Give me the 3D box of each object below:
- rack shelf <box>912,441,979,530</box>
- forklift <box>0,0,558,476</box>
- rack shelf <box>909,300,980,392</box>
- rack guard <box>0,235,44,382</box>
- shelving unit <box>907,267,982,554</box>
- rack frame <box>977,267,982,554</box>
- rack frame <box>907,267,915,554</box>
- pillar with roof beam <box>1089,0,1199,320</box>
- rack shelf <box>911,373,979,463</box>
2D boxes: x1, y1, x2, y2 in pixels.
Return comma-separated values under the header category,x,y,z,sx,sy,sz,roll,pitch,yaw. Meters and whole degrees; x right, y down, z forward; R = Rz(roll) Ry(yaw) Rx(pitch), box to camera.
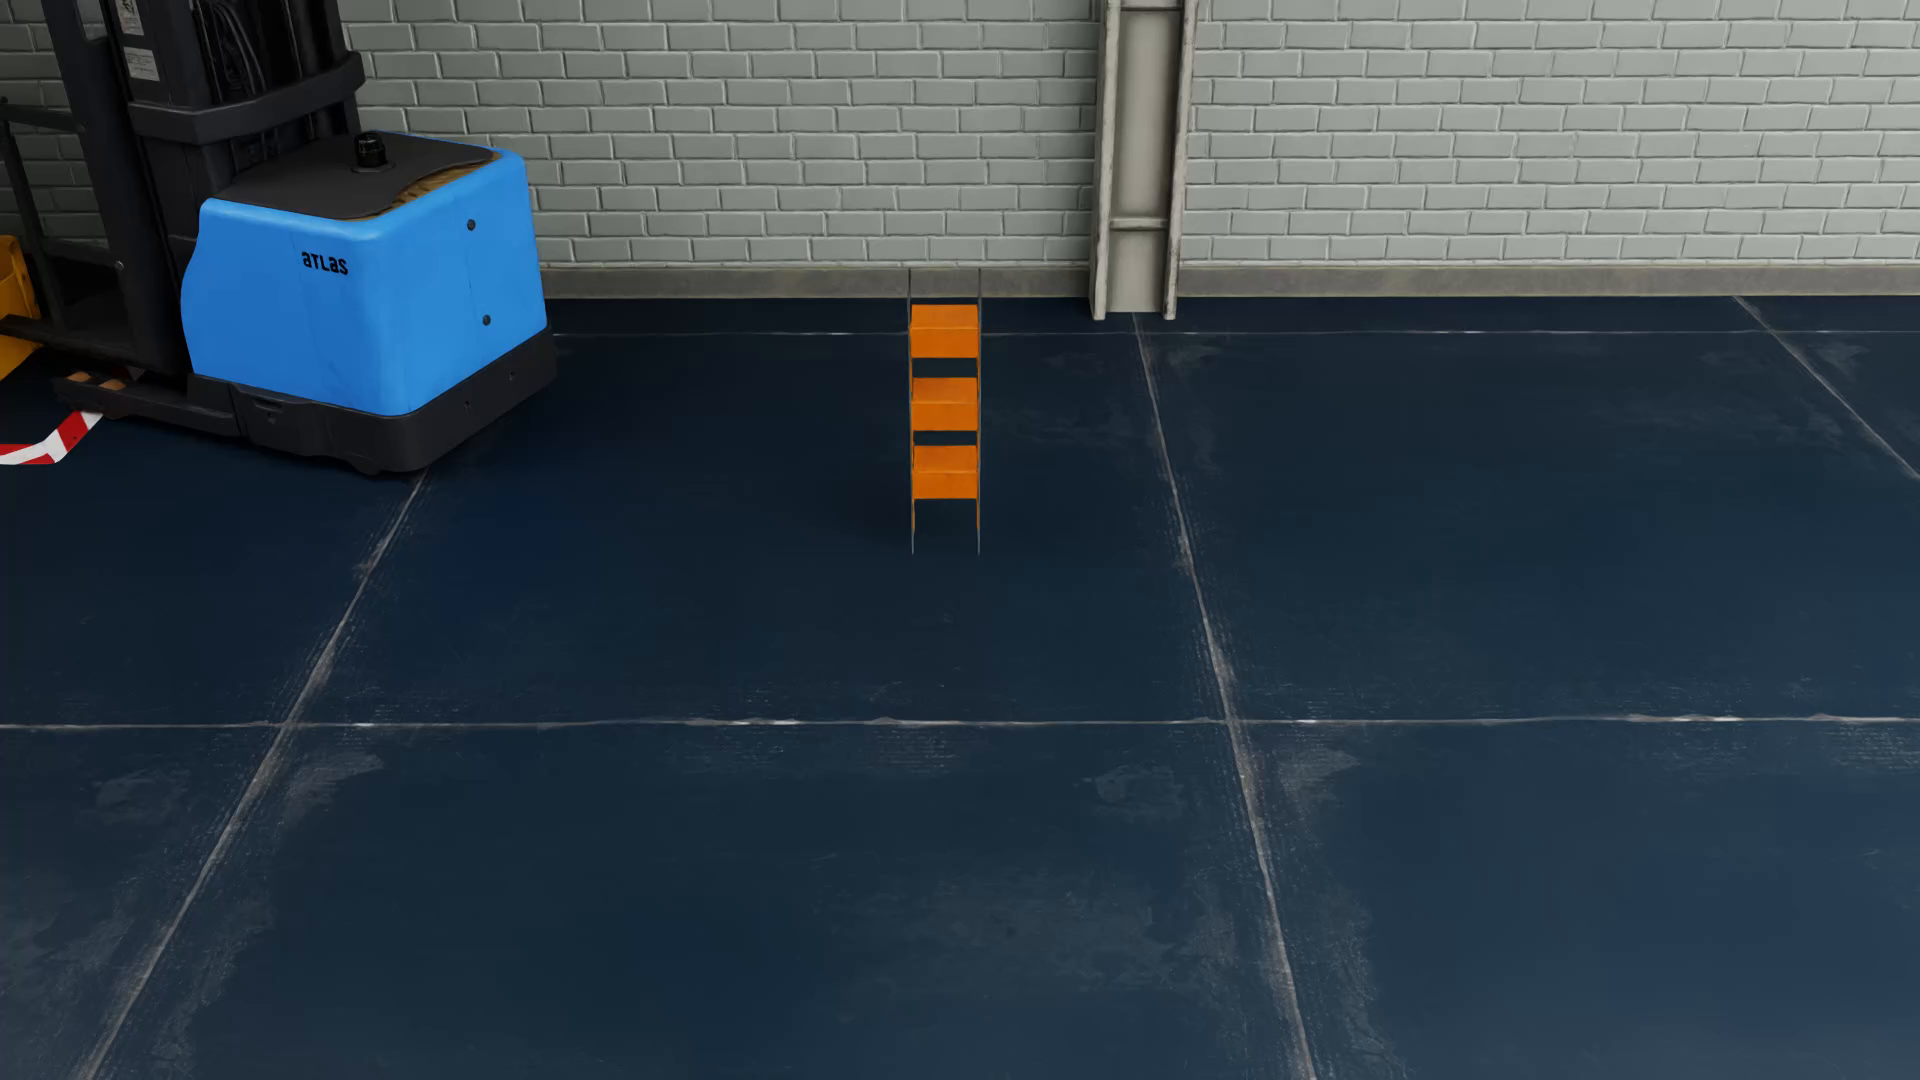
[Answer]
category,x,y,z,sx,sy,sz,roll,pitch,yaw
rack shelf,-0.054,-0.202,6.127,0.240,0.259,0.215,0,31,0
forklift,-3.330,-2.003,6.727,3.031,2.935,1.130,13,33,20
rack shelf,-0.054,-0.682,5.836,0.240,0.259,0.215,0,31,0
rack guard,-4.437,-0.871,7.203,0.348,0.500,1.175,0,31,0
shelving unit,-0.054,-0.449,5.977,0.252,1.050,0.215,0,31,0
rack frame,0.068,-0.449,5.978,0.008,1.050,0.200,0,31,0
rack frame,-0.176,-0.448,5.977,0.008,1.050,0.200,0,31,0
pillar with roof beam,0.863,-2.755,2.116,0.400,9.000,9.100,0,31,0
rack shelf,-0.054,-0.440,5.983,0.240,0.259,0.215,0,31,0
